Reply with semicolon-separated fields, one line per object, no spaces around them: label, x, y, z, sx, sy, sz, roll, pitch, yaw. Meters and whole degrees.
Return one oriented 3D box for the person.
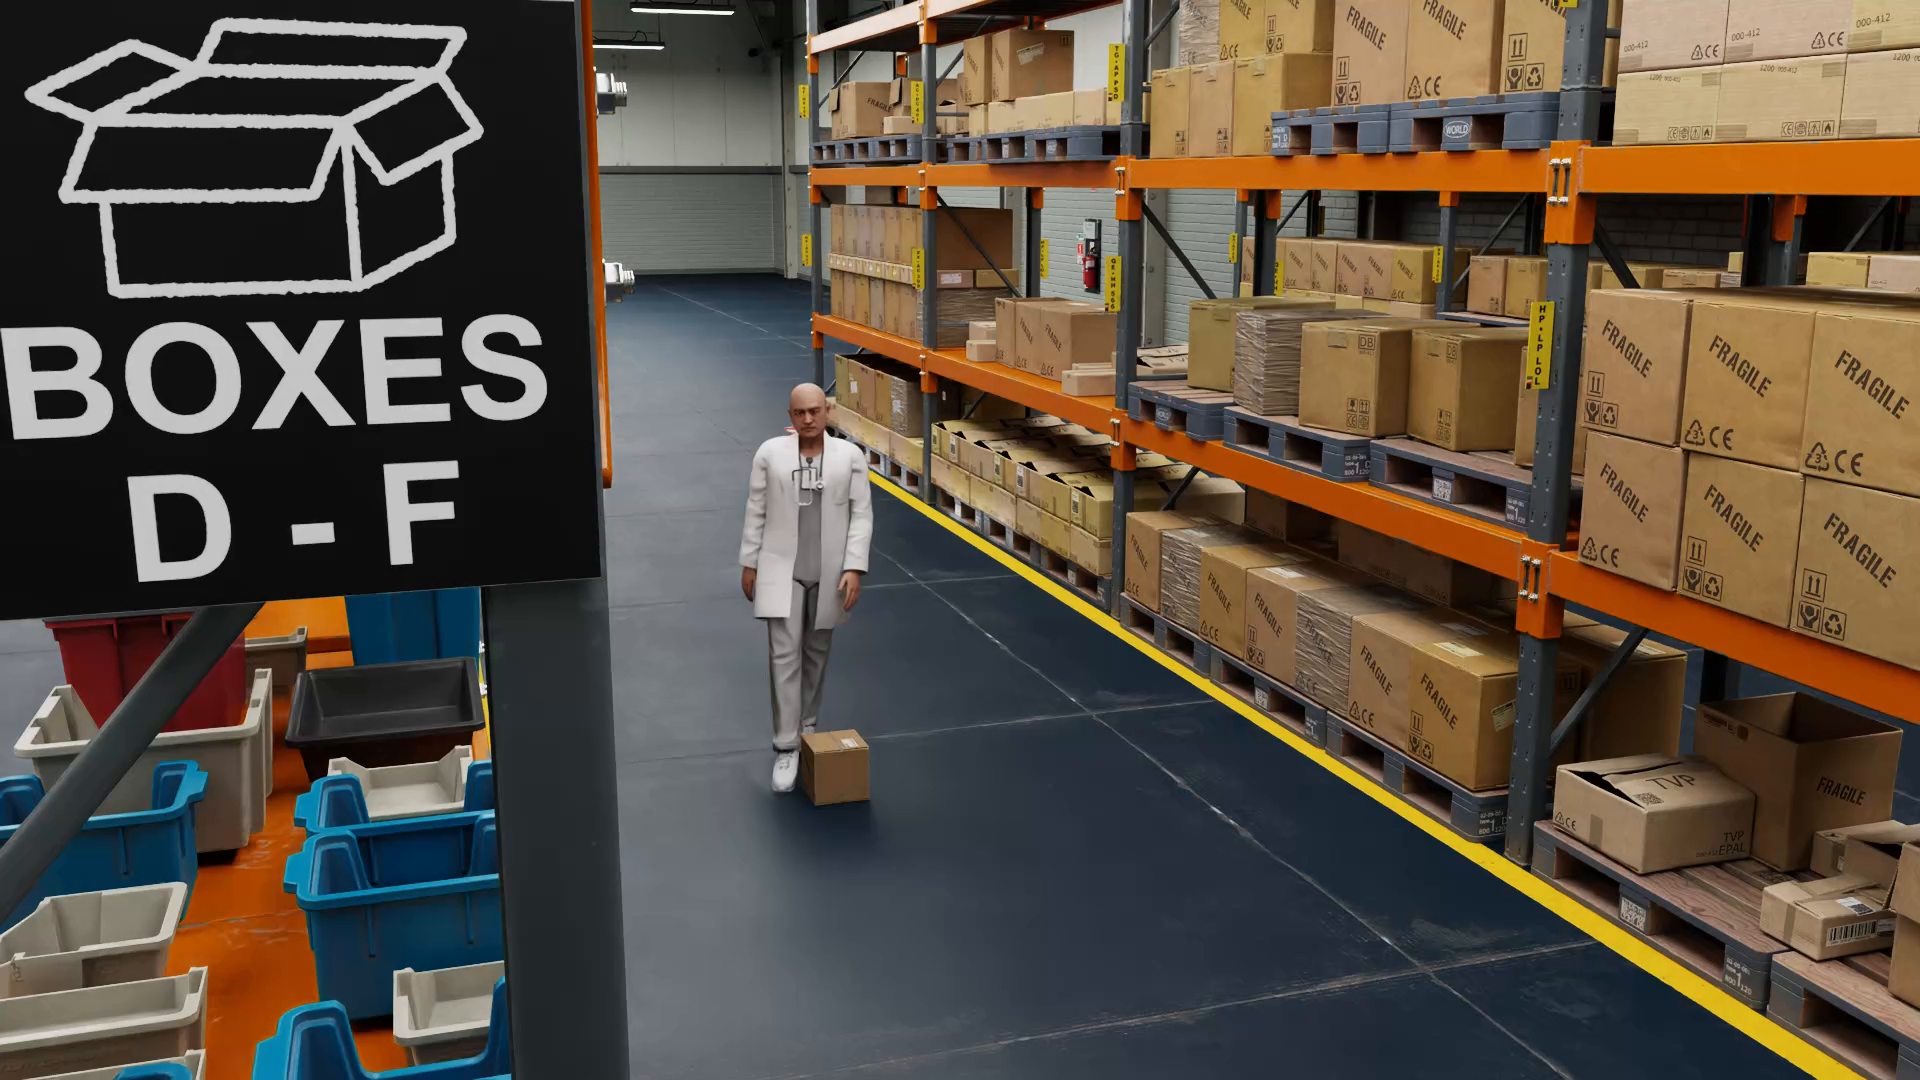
person;-0.691;0.173;7.636;0.616;1.767;0.851;-3;12;-12
